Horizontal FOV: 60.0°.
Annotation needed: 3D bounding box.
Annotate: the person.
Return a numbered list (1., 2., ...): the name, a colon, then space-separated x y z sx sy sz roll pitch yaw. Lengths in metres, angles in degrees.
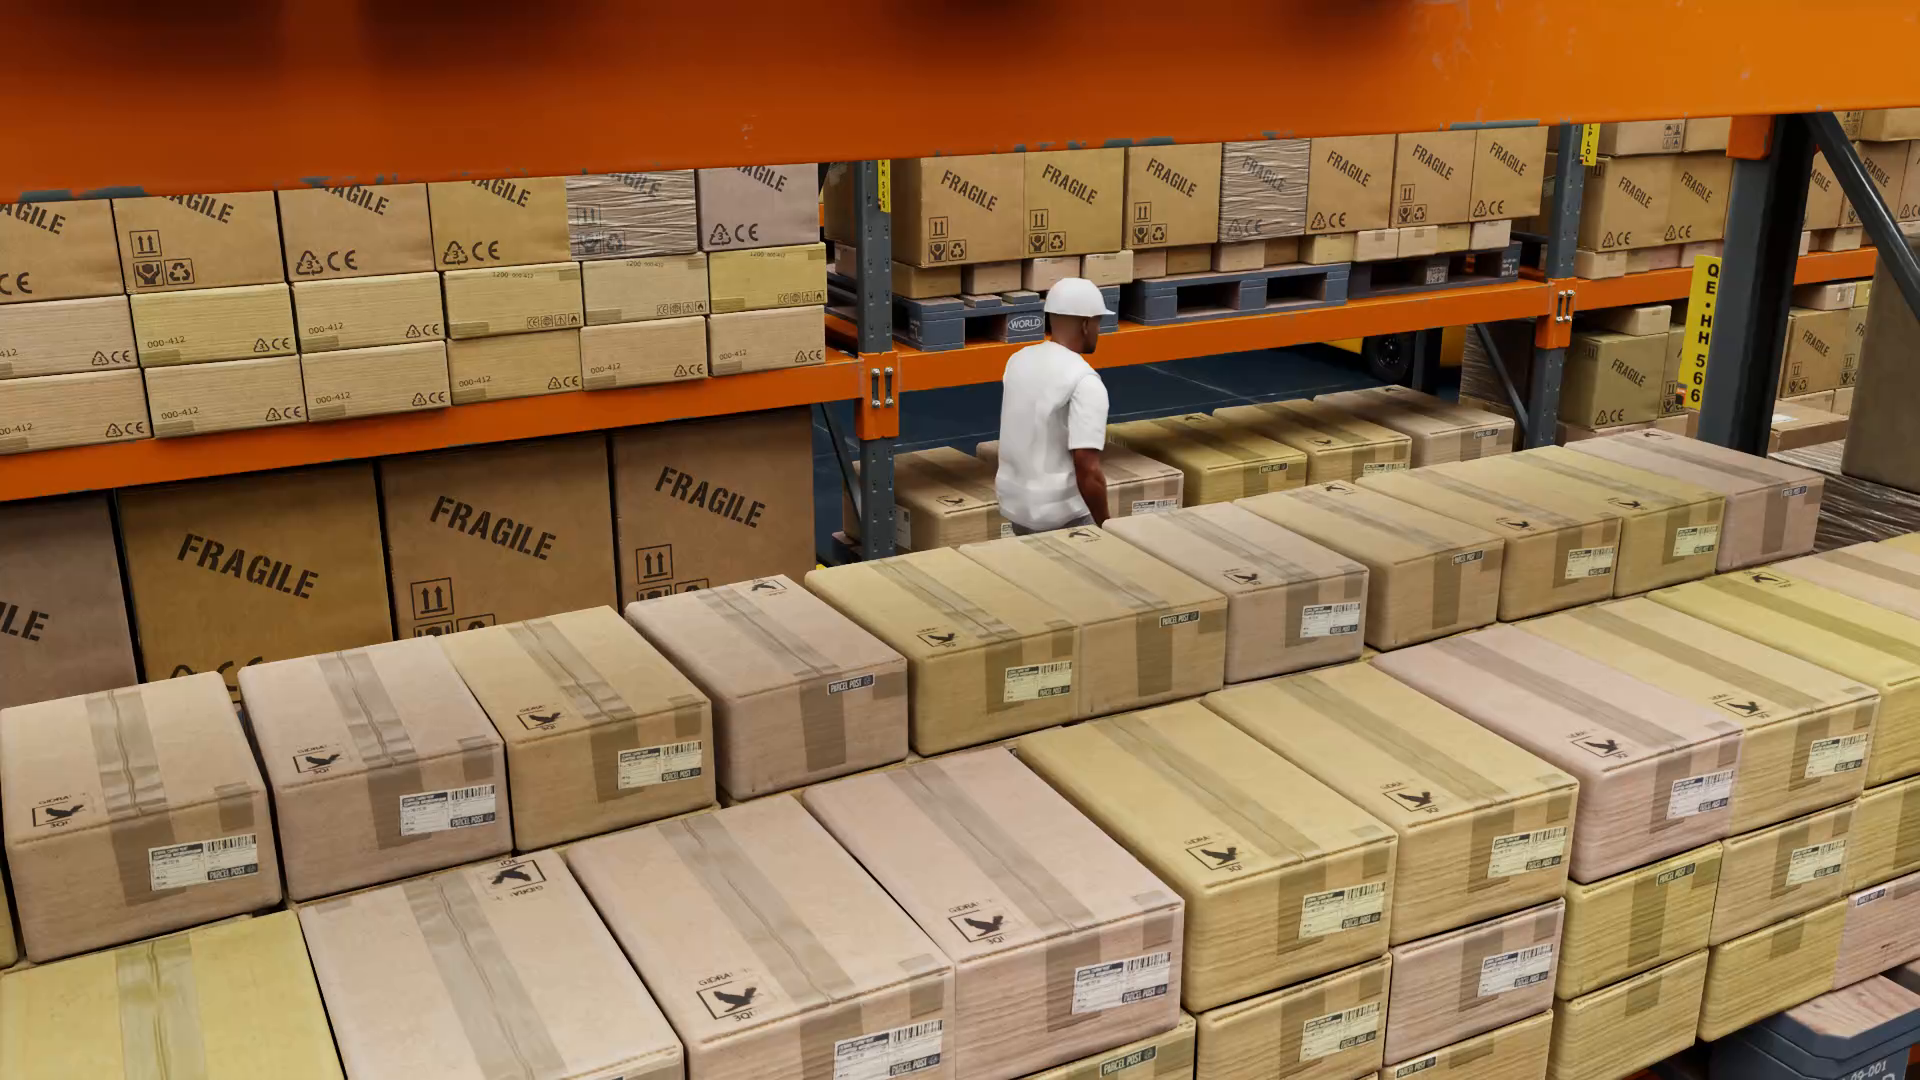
1. person: 0.387 -0.123 6.402 0.458 1.761 0.628 -11 21 -29
